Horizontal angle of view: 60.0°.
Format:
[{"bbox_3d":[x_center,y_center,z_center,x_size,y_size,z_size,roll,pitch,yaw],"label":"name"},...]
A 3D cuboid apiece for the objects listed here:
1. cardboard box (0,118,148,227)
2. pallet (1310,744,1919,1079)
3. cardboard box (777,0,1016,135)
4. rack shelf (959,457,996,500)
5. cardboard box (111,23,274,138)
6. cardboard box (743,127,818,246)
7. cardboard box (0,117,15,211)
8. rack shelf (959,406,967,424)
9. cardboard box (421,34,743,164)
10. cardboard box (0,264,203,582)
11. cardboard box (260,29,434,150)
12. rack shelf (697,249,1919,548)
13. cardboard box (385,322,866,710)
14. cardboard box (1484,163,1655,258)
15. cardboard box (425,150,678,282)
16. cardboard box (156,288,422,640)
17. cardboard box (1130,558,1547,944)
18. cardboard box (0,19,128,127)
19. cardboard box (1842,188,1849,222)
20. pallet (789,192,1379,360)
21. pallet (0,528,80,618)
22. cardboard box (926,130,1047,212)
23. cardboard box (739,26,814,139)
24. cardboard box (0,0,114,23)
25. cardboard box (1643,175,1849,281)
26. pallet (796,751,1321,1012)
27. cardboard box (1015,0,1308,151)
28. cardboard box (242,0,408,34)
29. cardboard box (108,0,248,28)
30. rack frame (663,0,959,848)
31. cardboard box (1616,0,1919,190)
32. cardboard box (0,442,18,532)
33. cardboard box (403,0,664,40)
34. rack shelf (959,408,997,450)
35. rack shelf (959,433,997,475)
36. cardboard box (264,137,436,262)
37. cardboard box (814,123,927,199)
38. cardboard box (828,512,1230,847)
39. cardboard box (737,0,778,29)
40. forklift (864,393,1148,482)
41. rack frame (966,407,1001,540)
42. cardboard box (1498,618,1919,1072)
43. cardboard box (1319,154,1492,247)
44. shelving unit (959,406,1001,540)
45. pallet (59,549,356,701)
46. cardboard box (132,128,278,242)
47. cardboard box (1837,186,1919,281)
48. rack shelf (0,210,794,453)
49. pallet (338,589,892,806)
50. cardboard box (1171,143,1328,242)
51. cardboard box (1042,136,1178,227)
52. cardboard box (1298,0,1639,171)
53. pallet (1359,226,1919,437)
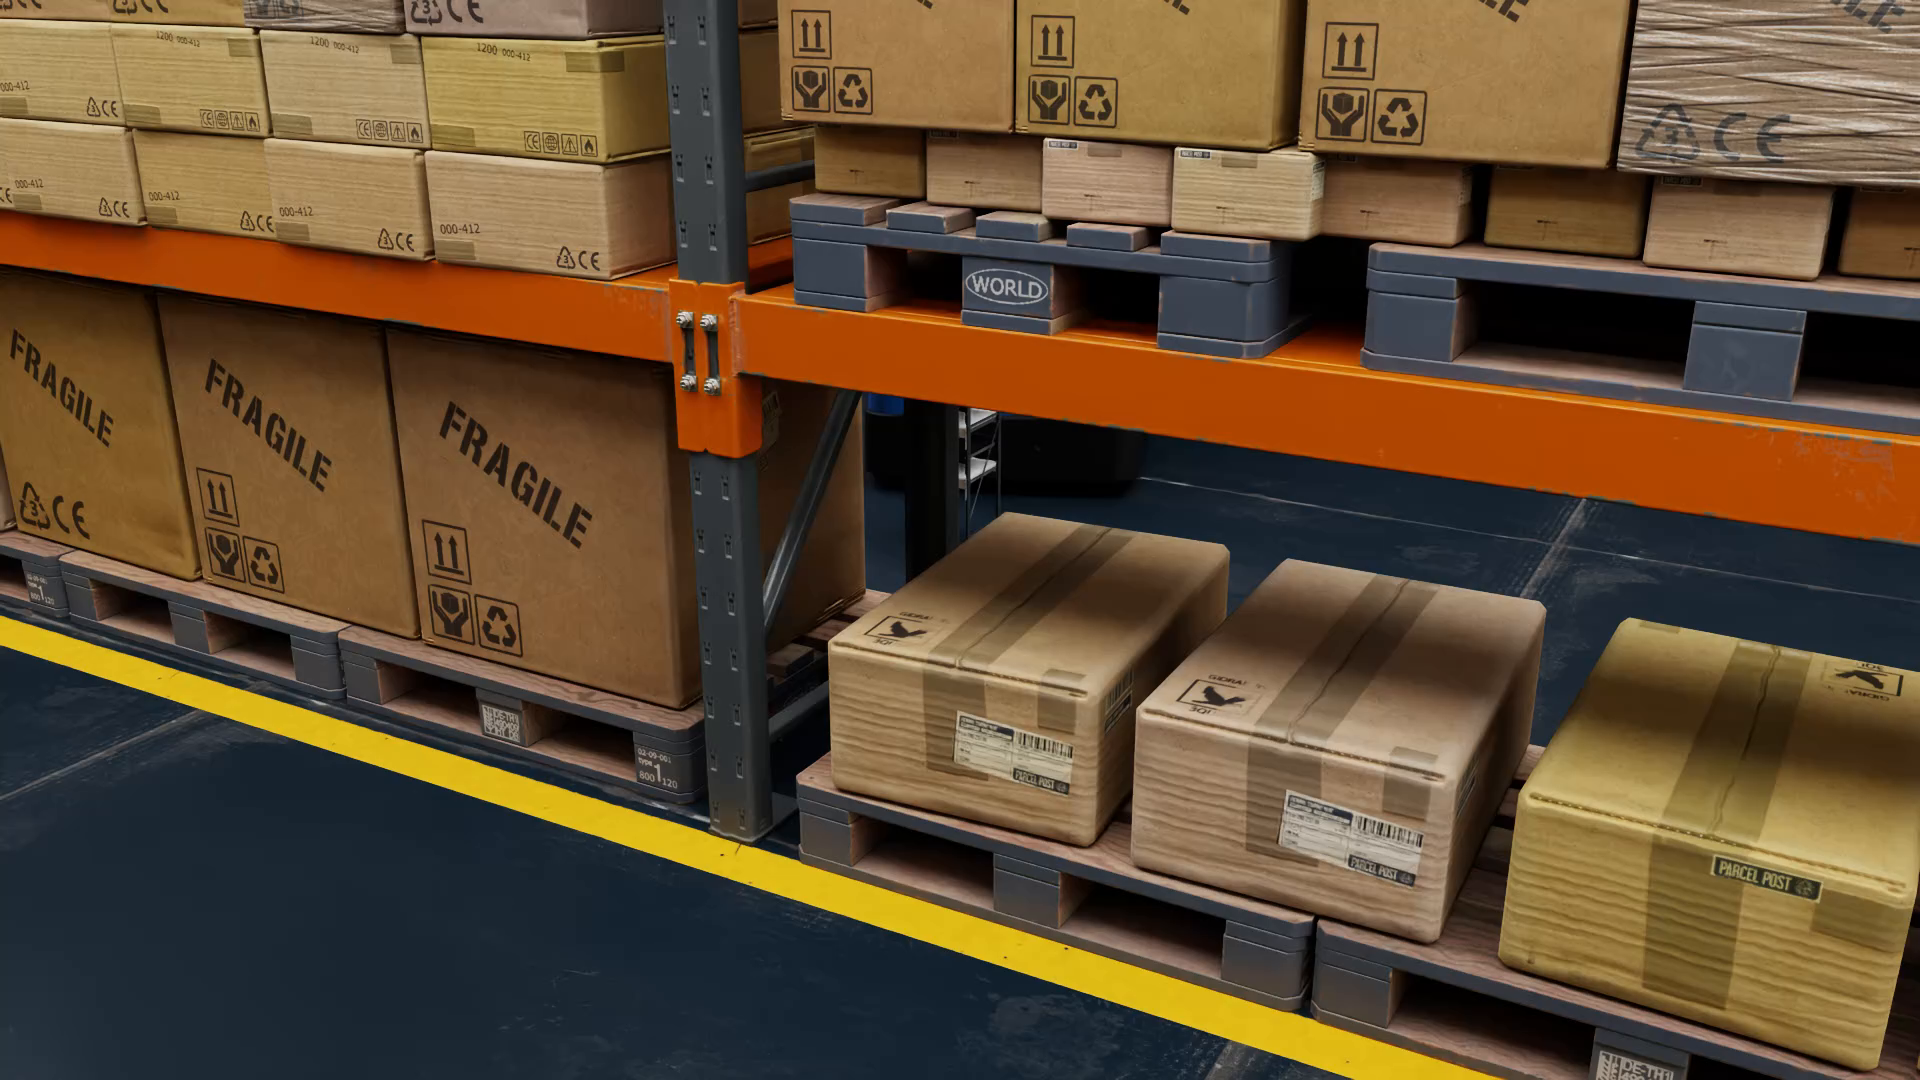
[{"bbox_3d":[-2.209,-1.032,4.532,0.500,0.250,0.500,10,22,26],"label":"cardboard box"},{"bbox_3d":[1.446,0.794,3.367,1.213,0.211,1.003,11,23,27],"label":"pallet"},{"bbox_3d":[-0.016,-1.091,3.276,0.500,0.500,0.500,10,22,26],"label":"cardboard box"},{"bbox_3d":[-0.007,-0.224,5.788,0.200,0.077,0.258,11,23,27],"label":"rack shelf"},{"bbox_3d":[-1.750,-1.183,4.215,0.500,0.250,0.500,10,22,26],"label":"cardboard box"},{"bbox_3d":[-0.601,-0.936,4.268,0.500,0.250,0.500,10,22,26],"label":"cardboard box"},{"bbox_3d":[-2.641,-1.118,4.768,0.500,0.250,0.500,11,22,27],"label":"cardboard box"},{"bbox_3d":[-0.007,-0.478,5.696,0.200,0.077,0.258,11,23,27],"label":"rack shelf"},{"bbox_3d":[-0.843,-1.020,3.765,0.500,0.250,0.500,11,23,27],"label":"cardboard box"},{"bbox_3d":[-2.416,-0.487,5.310,0.875,0.875,0.875,12,23,29],"label":"cardboard box"},{"bbox_3d":[-1.293,-1.104,3.997,0.500,0.250,0.500,10,22,26],"label":"cardboard box"},{"bbox_3d":[1.450,-0.180,3.017,4.000,0.370,1.077,11,23,27],"label":"rack shelf"},{"bbox_3d":[-0.859,-0.189,4.487,0.875,0.875,0.875,11,22,27],"label":"cardboard box"},{"bbox_3d":[1.088,-0.600,2.874,0.250,0.149,0.380,12,23,29],"label":"cardboard box"},{"bbox_3d":[-0.865,-0.787,3.856,0.500,0.250,0.500,10,22,25],"label":"cardboard box"},{"bbox_3d":[-1.636,-0.338,4.899,0.875,0.875,0.875,11,23,28],"label":"cardboard box"},{"bbox_3d":[0.840,0.404,3.589,0.625,0.372,0.950,10,22,26],"label":"cardboard box"},{"bbox_3d":[-2.203,-1.270,4.453,0.500,0.250,0.500,10,22,26],"label":"cardboard box"},{"bbox_3d":[1.743,-0.676,3.082,0.250,0.149,0.380,12,23,29],"label":"cardboard box"},{"bbox_3d":[0.378,-0.674,3.605,1.003,0.211,1.213,11,23,27],"label":"pallet"},{"bbox_3d":[-3.078,-0.099,5.829,1.213,0.211,1.003,11,23,27],"label":"pallet"},{"bbox_3d":[0.127,-0.764,3.324,0.250,0.149,0.380,9,22,24],"label":"cardboard box"},{"bbox_3d":[-0.618,-1.173,4.187,0.500,0.250,0.500,11,22,27],"label":"cardboard box"},{"bbox_3d":[-2.196,-1.630,4.346,0.500,0.500,0.500,10,22,26],"label":"cardboard box"},{"bbox_3d":[1.284,-0.537,2.700,0.250,0.149,0.380,12,23,29],"label":"cardboard box"},{"bbox_3d":[0.385,0.591,3.927,1.213,0.211,1.003,11,23,27],"label":"pallet"},{"bbox_3d":[0.442,-1.007,3.043,0.500,0.500,0.500,12,23,30],"label":"cardboard box"},{"bbox_3d":[-1.327,-1.459,3.875,0.500,0.500,0.500,11,23,28],"label":"cardboard box"},{"bbox_3d":[-1.758,-1.543,4.108,0.500,0.500,0.500,11,23,27],"label":"cardboard box"},{"bbox_3d":[-0.296,-0.851,3.811,0.127,3.000,1.000,11,23,27],"label":"rack frame"},{"bbox_3d":[1.342,-0.835,2.569,0.500,0.500,0.500,10,22,25],"label":"cardboard box"},{"bbox_3d":[-3.208,-0.635,5.717,0.875,0.875,0.875,12,23,29],"label":"cardboard box"},{"bbox_3d":[-0.875,-1.376,3.646,0.500,0.500,0.500,10,22,26],"label":"cardboard box"},{"bbox_3d":[-0.007,-0.393,5.727,0.200,0.077,0.258,11,23,27],"label":"rack shelf"},{"bbox_3d":[-0.007,-0.308,5.757,0.200,0.077,0.258,11,23,27],"label":"rack shelf"},{"bbox_3d":[-1.318,-0.867,4.077,0.500,0.250,0.500,11,23,28],"label":"cardboard box"},{"bbox_3d":[-0.103,-0.821,3.481,0.250,0.149,0.380,9,22,24],"label":"cardboard box"},{"bbox_3d":[0.192,0.284,3.921,0.625,0.372,0.950,9,22,24],"label":"cardboard box"},{"bbox_3d":[-0.608,-1.523,4.051,0.500,0.500,0.500,10,22,26],"label":"cardboard box"},{"bbox_3d":[0.290,-2.053,7.227,1.130,2.935,3.031,2,20,5],"label":"forklift"},{"bbox_3d":[0.082,-0.407,5.669,0.006,0.900,0.240,11,23,27],"label":"rack frame"},{"bbox_3d":[1.499,0.532,3.237,0.625,0.372,0.950,12,23,29],"label":"cardboard box"},{"bbox_3d":[0.822,-0.636,2.971,0.250,0.149,0.380,12,23,30],"label":"cardboard box"},{"bbox_3d":[-0.007,-0.424,5.715,0.210,0.900,0.258,11,23,27],"label":"shelving unit"},{"bbox_3d":[-2.009,0.103,5.270,1.213,0.211,1.003,11,23,27],"label":"pallet"},{"bbox_3d":[-1.750,-0.956,4.321,0.500,0.250,0.500,11,22,27],"label":"cardboard box"},{"bbox_3d":[1.548,-0.517,2.643,0.250,0.149,0.380,10,22,25],"label":"cardboard box"},{"bbox_3d":[-2.042,-0.845,4.851,4.000,0.370,1.077,11,23,27],"label":"rack shelf"},{"bbox_3d":[-0.948,0.307,4.710,1.213,0.211,1.003,11,23,27],"label":"pallet"},{"bbox_3d":[0.574,-0.652,3.017,0.250,0.149,0.380,11,23,28],"label":"cardboard box"},{"bbox_3d":[0.343,-0.704,3.161,0.250,0.149,0.380,9,22,24],"label":"cardboard box"},{"bbox_3d":[0.909,-0.920,2.805,0.500,0.500,0.500,11,23,28],"label":"cardboard box"},{"bbox_3d":[1.452,-0.443,2.970,1.213,0.211,1.003,11,23,27],"label":"pallet"}]
